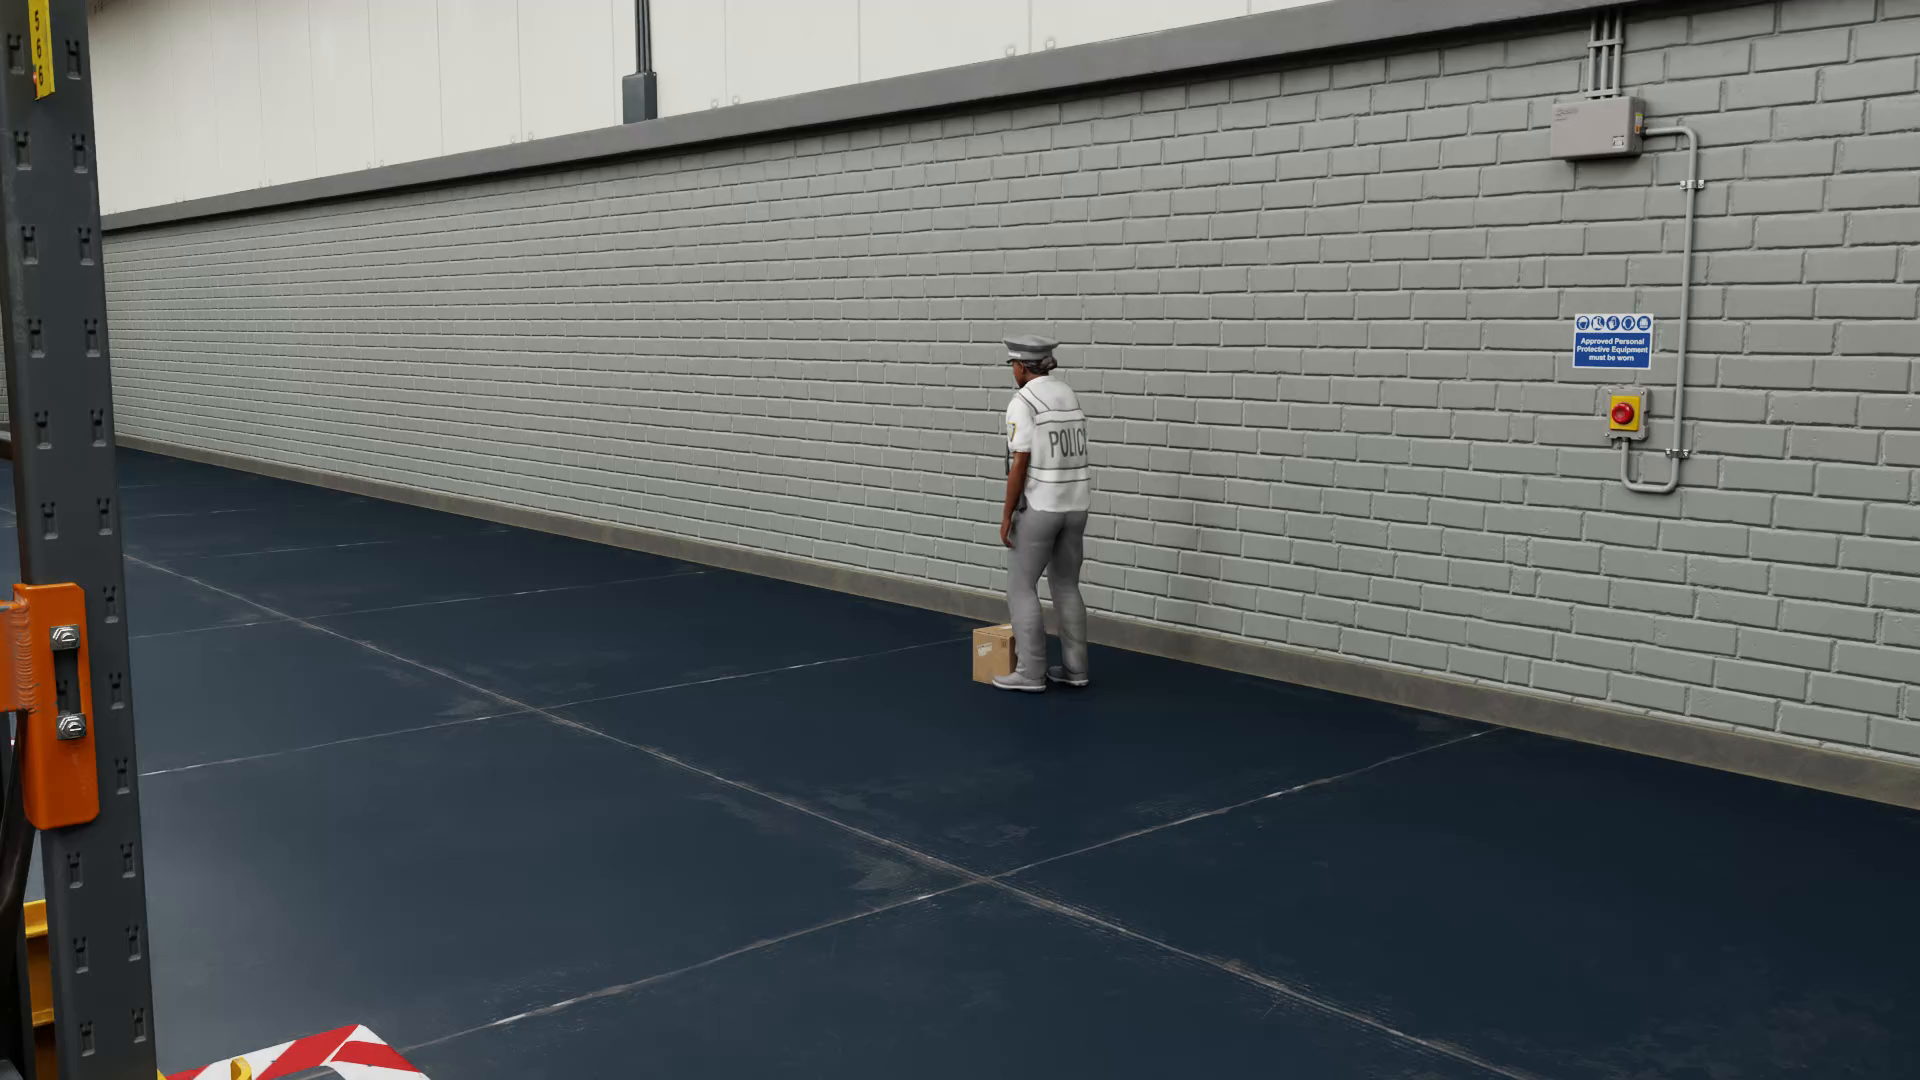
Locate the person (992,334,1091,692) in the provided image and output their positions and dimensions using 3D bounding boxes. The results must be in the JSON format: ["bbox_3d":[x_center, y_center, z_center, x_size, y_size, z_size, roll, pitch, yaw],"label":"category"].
[{"bbox_3d":[0.389,-0.122,7.724,0.517,1.657,0.417,-7,10,-42],"label":"person"}]
